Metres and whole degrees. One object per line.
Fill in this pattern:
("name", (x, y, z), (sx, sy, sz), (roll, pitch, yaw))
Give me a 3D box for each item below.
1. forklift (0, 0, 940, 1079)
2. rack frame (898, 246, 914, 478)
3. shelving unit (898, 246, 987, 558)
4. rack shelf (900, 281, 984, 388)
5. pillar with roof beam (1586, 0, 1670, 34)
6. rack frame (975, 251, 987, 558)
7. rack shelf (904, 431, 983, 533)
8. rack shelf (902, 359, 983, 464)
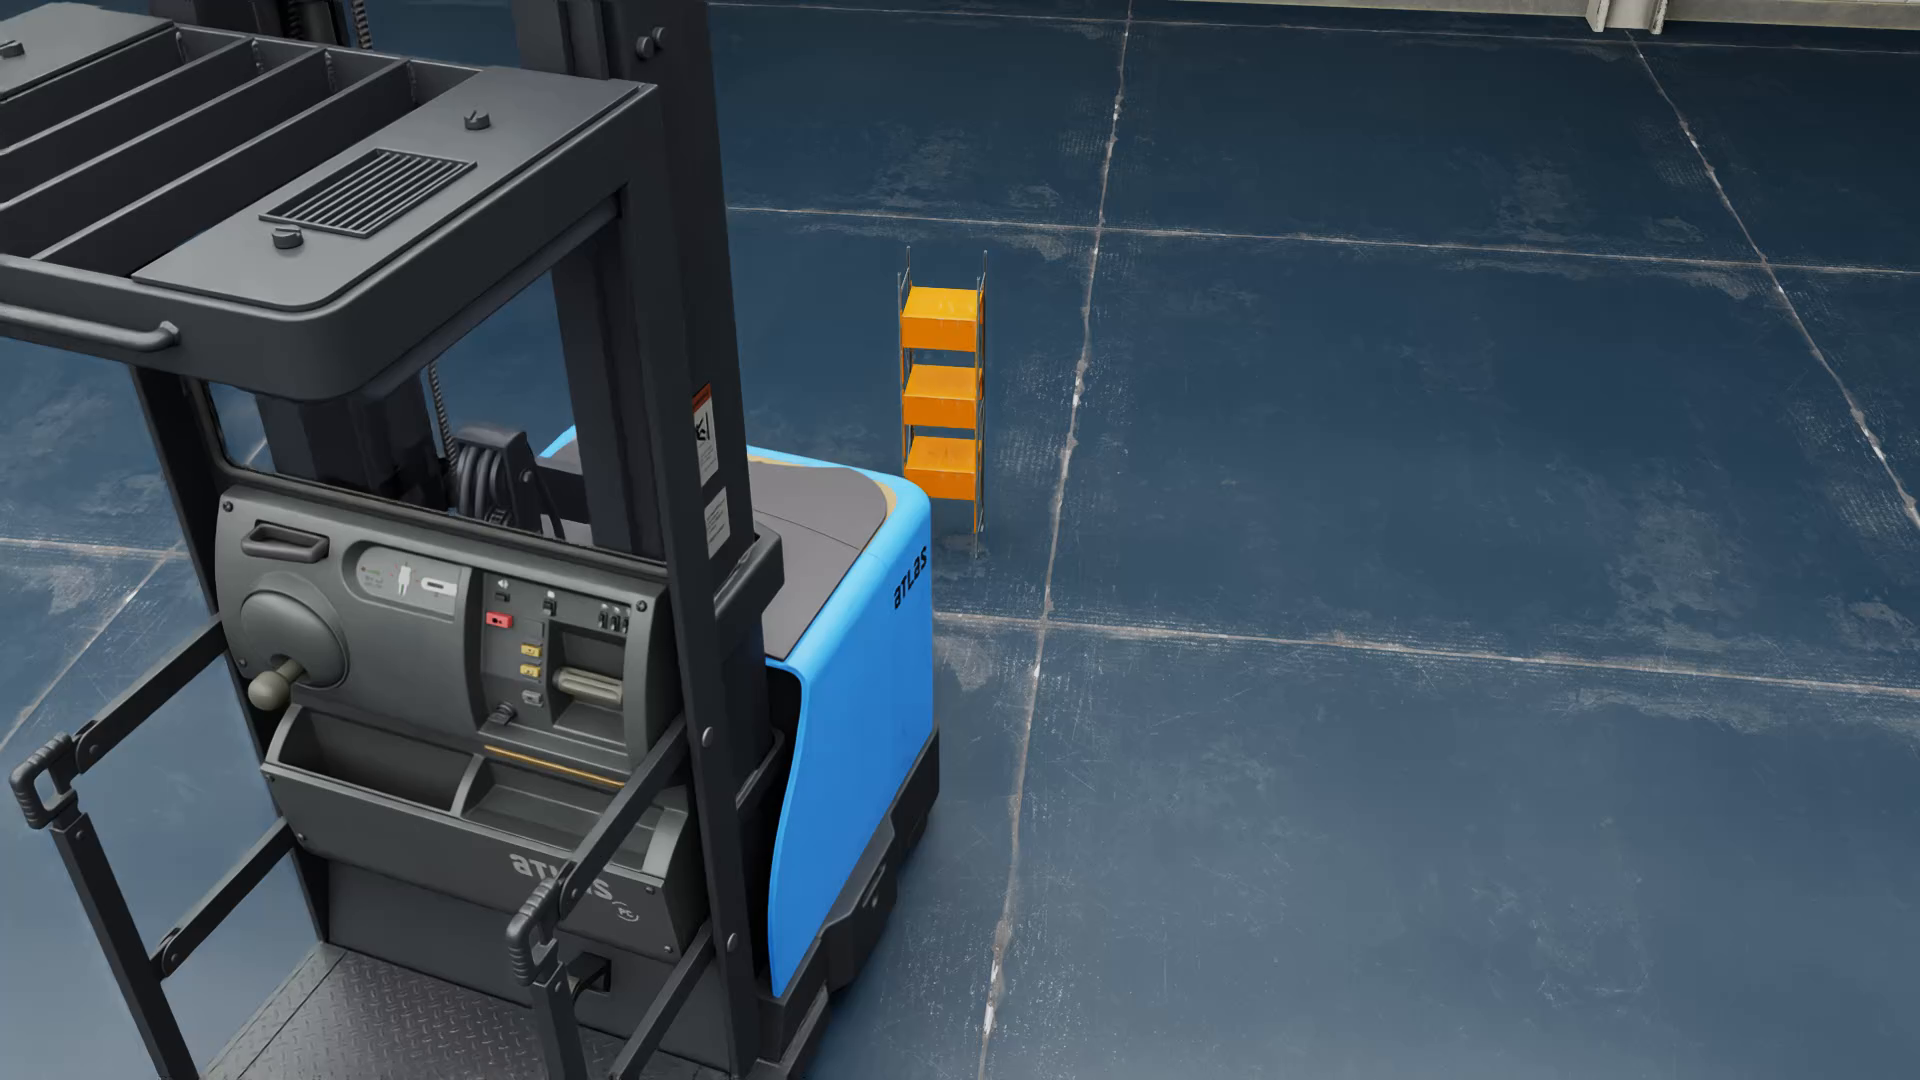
("forklift", (-1.045, 0.241, 2.889), (1.130, 2.935, 3.031), (12, 37, 16))
("rack frame", (-0.174, -0.440, 5.463), (0.008, 1.050, 0.200), (4, 36, 6))
("shelving unit", (-0.053, -0.431, 5.451), (0.252, 1.050, 0.215), (4, 36, 6))
("rack shelf", (-0.053, -0.654, 5.292), (0.240, 0.259, 0.215), (4, 36, 6))
("pillar with roof beam", (3.503, -4.334, 4.077), (0.400, 9.000, 9.100), (4, 36, 6))
("rack frame", (0.068, -0.422, 5.438), (0.008, 1.050, 0.200), (4, 36, 6))
("rack shelf", (-0.053, -0.196, 5.618), (0.240, 0.259, 0.215), (4, 36, 6))
("rack shelf", (-0.053, -0.423, 5.457), (0.240, 0.259, 0.215), (4, 36, 6))
